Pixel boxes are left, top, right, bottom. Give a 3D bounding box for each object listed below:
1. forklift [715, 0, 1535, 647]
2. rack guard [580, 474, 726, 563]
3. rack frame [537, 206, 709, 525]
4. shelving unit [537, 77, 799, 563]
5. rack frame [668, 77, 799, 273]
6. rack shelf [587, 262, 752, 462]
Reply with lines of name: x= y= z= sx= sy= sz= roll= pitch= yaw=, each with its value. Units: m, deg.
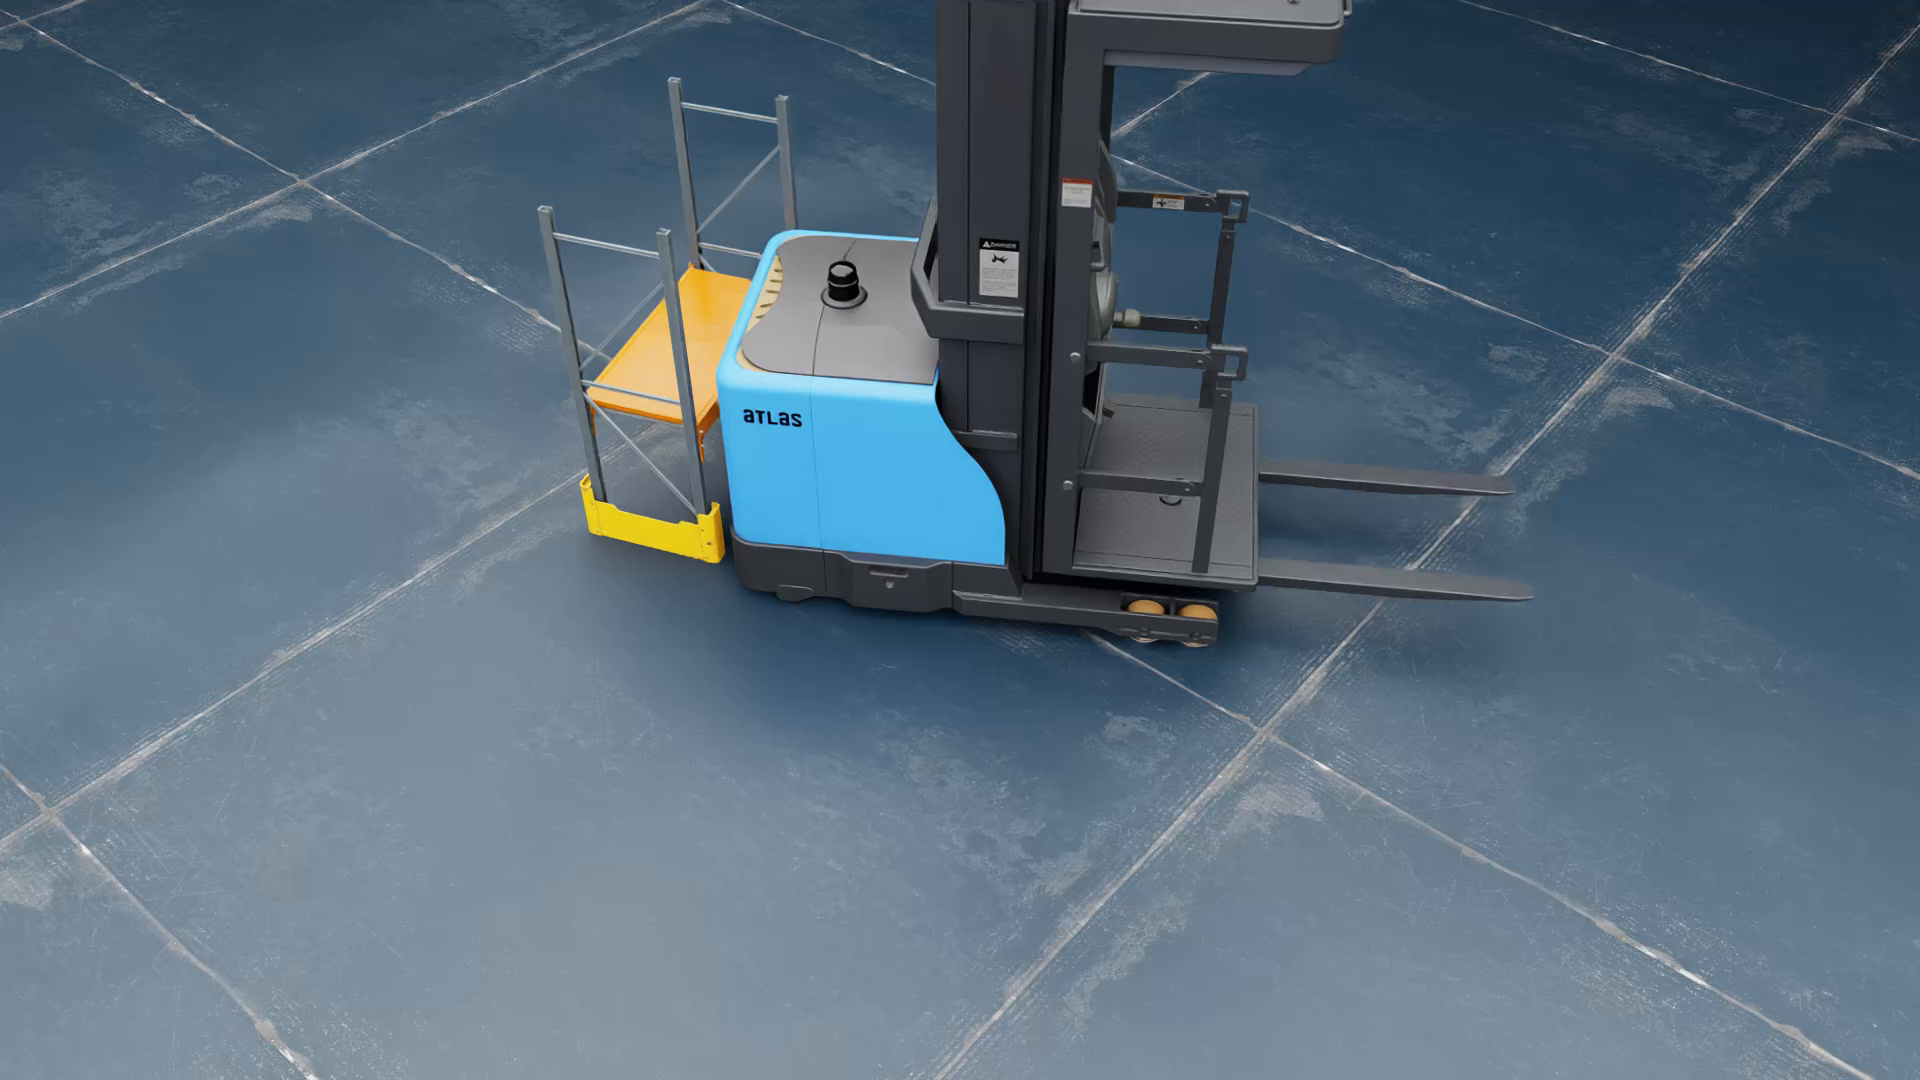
forklift: x=0.681 y=-1.061 z=5.738 sx=3.031 sy=2.935 sz=1.130 roll=5 pitch=43 yaw=6
rack guard: x=-1.229 y=-0.087 z=6.660 sx=0.587 sy=0.250 sz=0.087 roll=13 pitch=44 yaw=14
rack frame: x=-1.230 y=-0.549 z=6.239 sx=0.500 sy=1.500 sz=0.032 roll=13 pitch=44 yaw=14
shelving unit: x=-1.068 y=-0.867 z=6.588 sx=0.587 sy=1.500 sz=1.083 roll=13 pitch=44 yaw=14
rack frame: x=-0.901 y=-1.196 z=6.951 sx=0.500 sy=1.500 sz=0.032 roll=13 pitch=44 yaw=14
rack shelf: x=-1.065 y=-0.739 z=6.716 sx=0.538 sy=0.185 sz=1.000 roll=13 pitch=44 yaw=14
